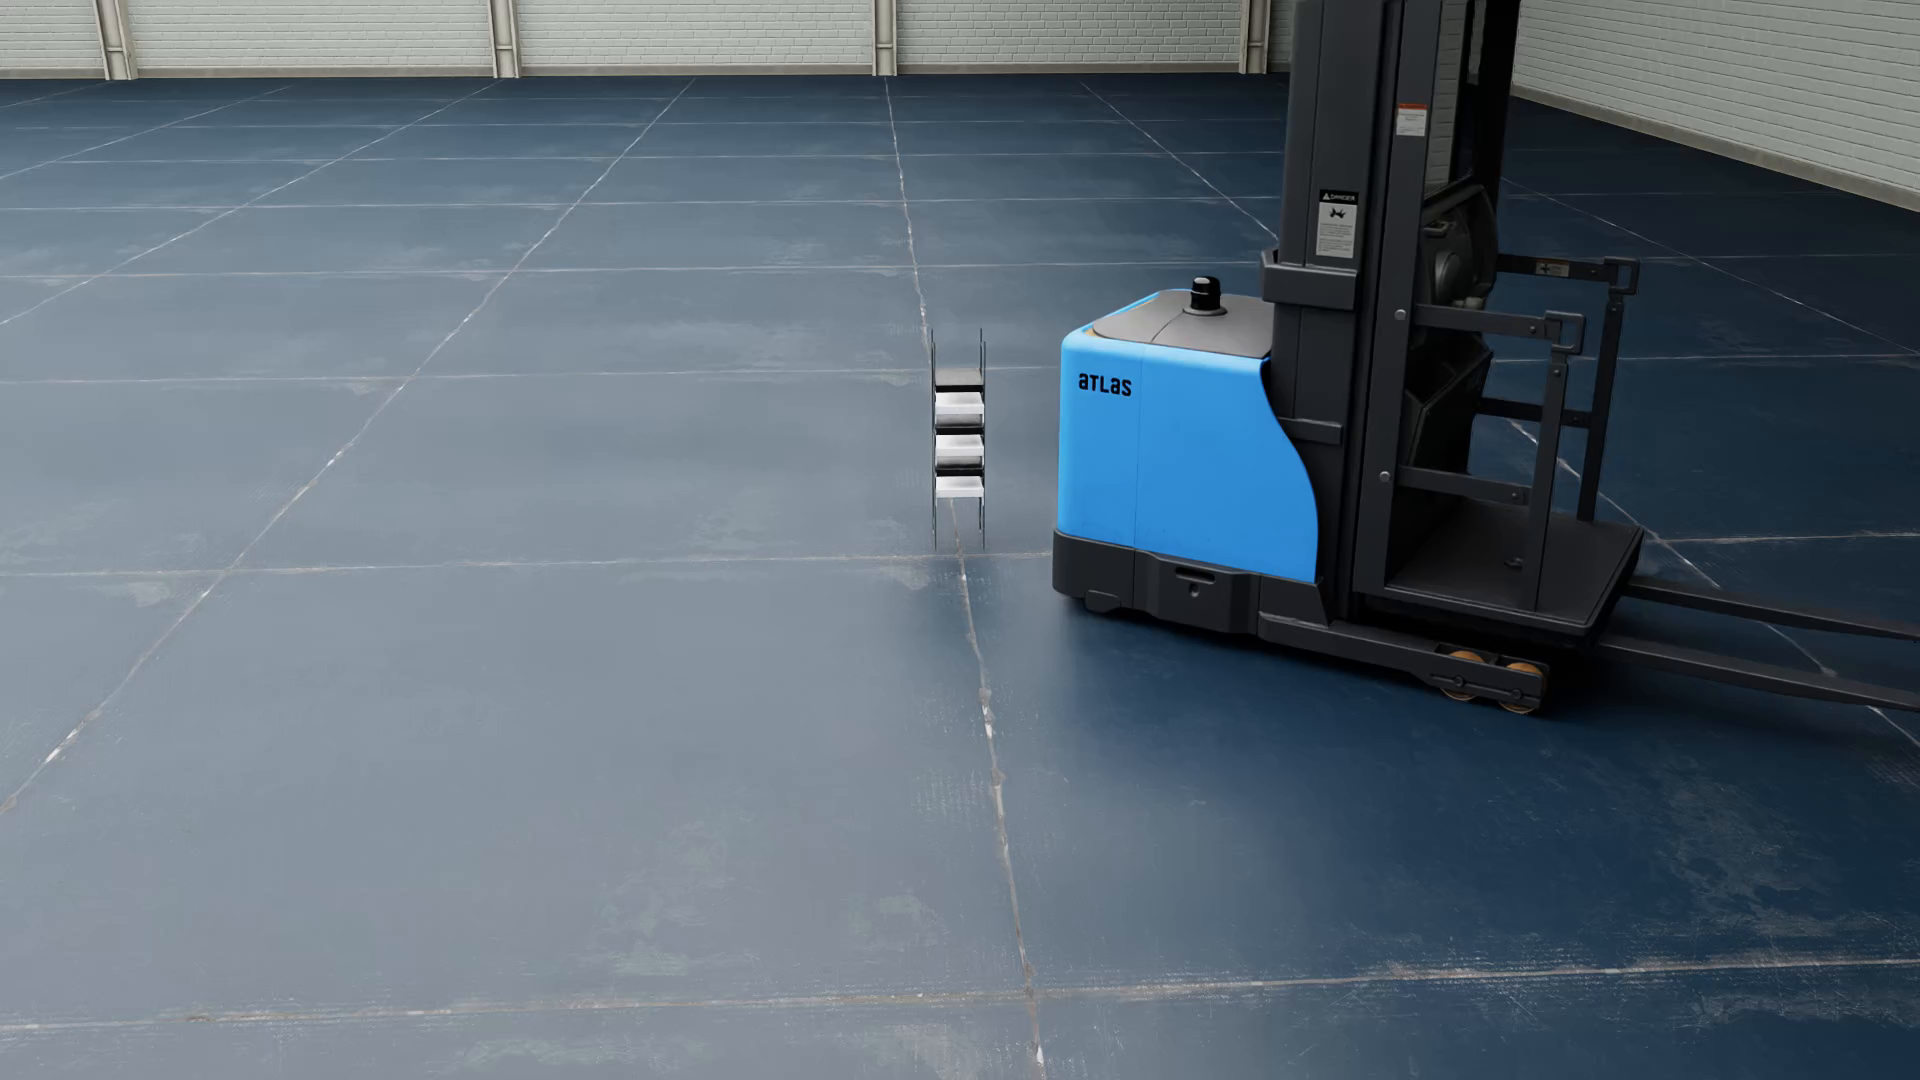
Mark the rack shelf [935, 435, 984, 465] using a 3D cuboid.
[{"bbox_3d":[-0.008,-0.389,6.972,0.200,0.077,0.258,-1,21,-3],"label":"rack shelf"}]

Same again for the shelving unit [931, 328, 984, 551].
[{"bbox_3d":[-0.009,-0.420,6.960,0.208,0.900,0.258,-1,21,-3],"label":"shelving unit"}]

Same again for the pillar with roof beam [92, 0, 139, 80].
[{"bbox_3d":[-12.949,-9.942,20.587,0.400,9.000,9.100,-1,21,-3],"label":"pillar with roof beam"}]

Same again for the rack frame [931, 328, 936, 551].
[{"bbox_3d":[-0.110,-0.418,6.955,0.006,0.900,0.240,-1,21,-3],"label":"rack frame"}]

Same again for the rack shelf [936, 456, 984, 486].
[{"bbox_3d":[-0.008,-0.305,7.004,0.200,0.077,0.258,-1,21,-3],"label":"rack shelf"}]

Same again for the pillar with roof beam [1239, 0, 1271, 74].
[{"bbox_3d":[5.021,-10.307,21.547,0.400,9.000,9.100,-1,21,-3],"label":"pillar with roof beam"}]

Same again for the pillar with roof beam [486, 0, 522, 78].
[{"bbox_3d":[-6.959,-10.064,20.907,0.400,9.000,9.100,-1,21,-3],"label":"pillar with roof beam"}]

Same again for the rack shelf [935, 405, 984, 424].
[{"bbox_3d":[-0.008,-0.557,6.908,0.200,0.077,0.258,-1,21,-3],"label":"rack shelf"}]

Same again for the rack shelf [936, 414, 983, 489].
[{"bbox_3d":[-0.008,-0.373,6.978,0.190,0.281,0.221,-1,21,-3],"label":"rack shelf"}]

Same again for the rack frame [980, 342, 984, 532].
[{"bbox_3d":[0.093,-0.423,6.967,0.003,0.785,0.228,-1,21,-3],"label":"rack frame"}]
